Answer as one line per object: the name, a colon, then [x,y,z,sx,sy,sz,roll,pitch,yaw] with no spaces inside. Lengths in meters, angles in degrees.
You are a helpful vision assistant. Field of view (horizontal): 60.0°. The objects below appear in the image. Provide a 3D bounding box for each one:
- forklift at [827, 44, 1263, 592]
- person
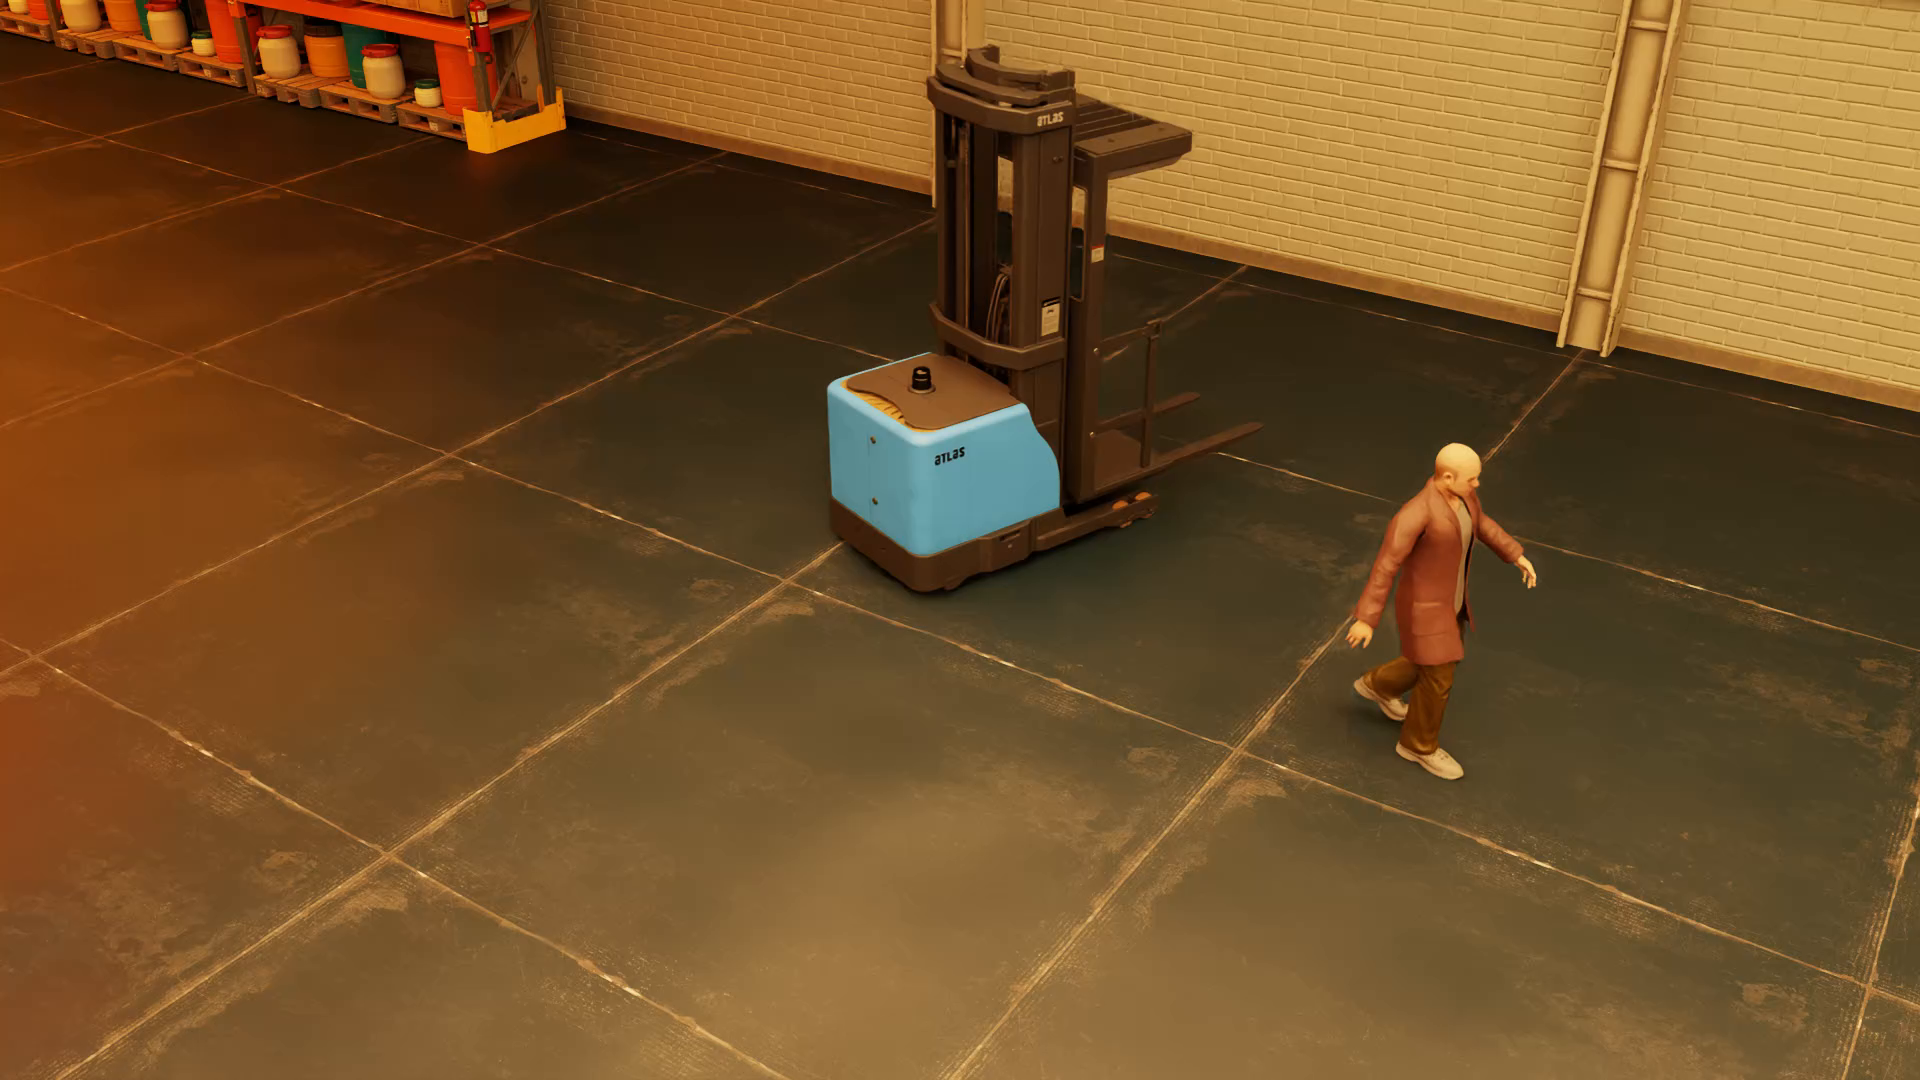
forklift: [0.669,-1.542,10.236,3.031,2.935,1.130,-20,36,-31]
person: [2.322,0.312,8.218,0.746,1.762,0.913,22,36,32]
